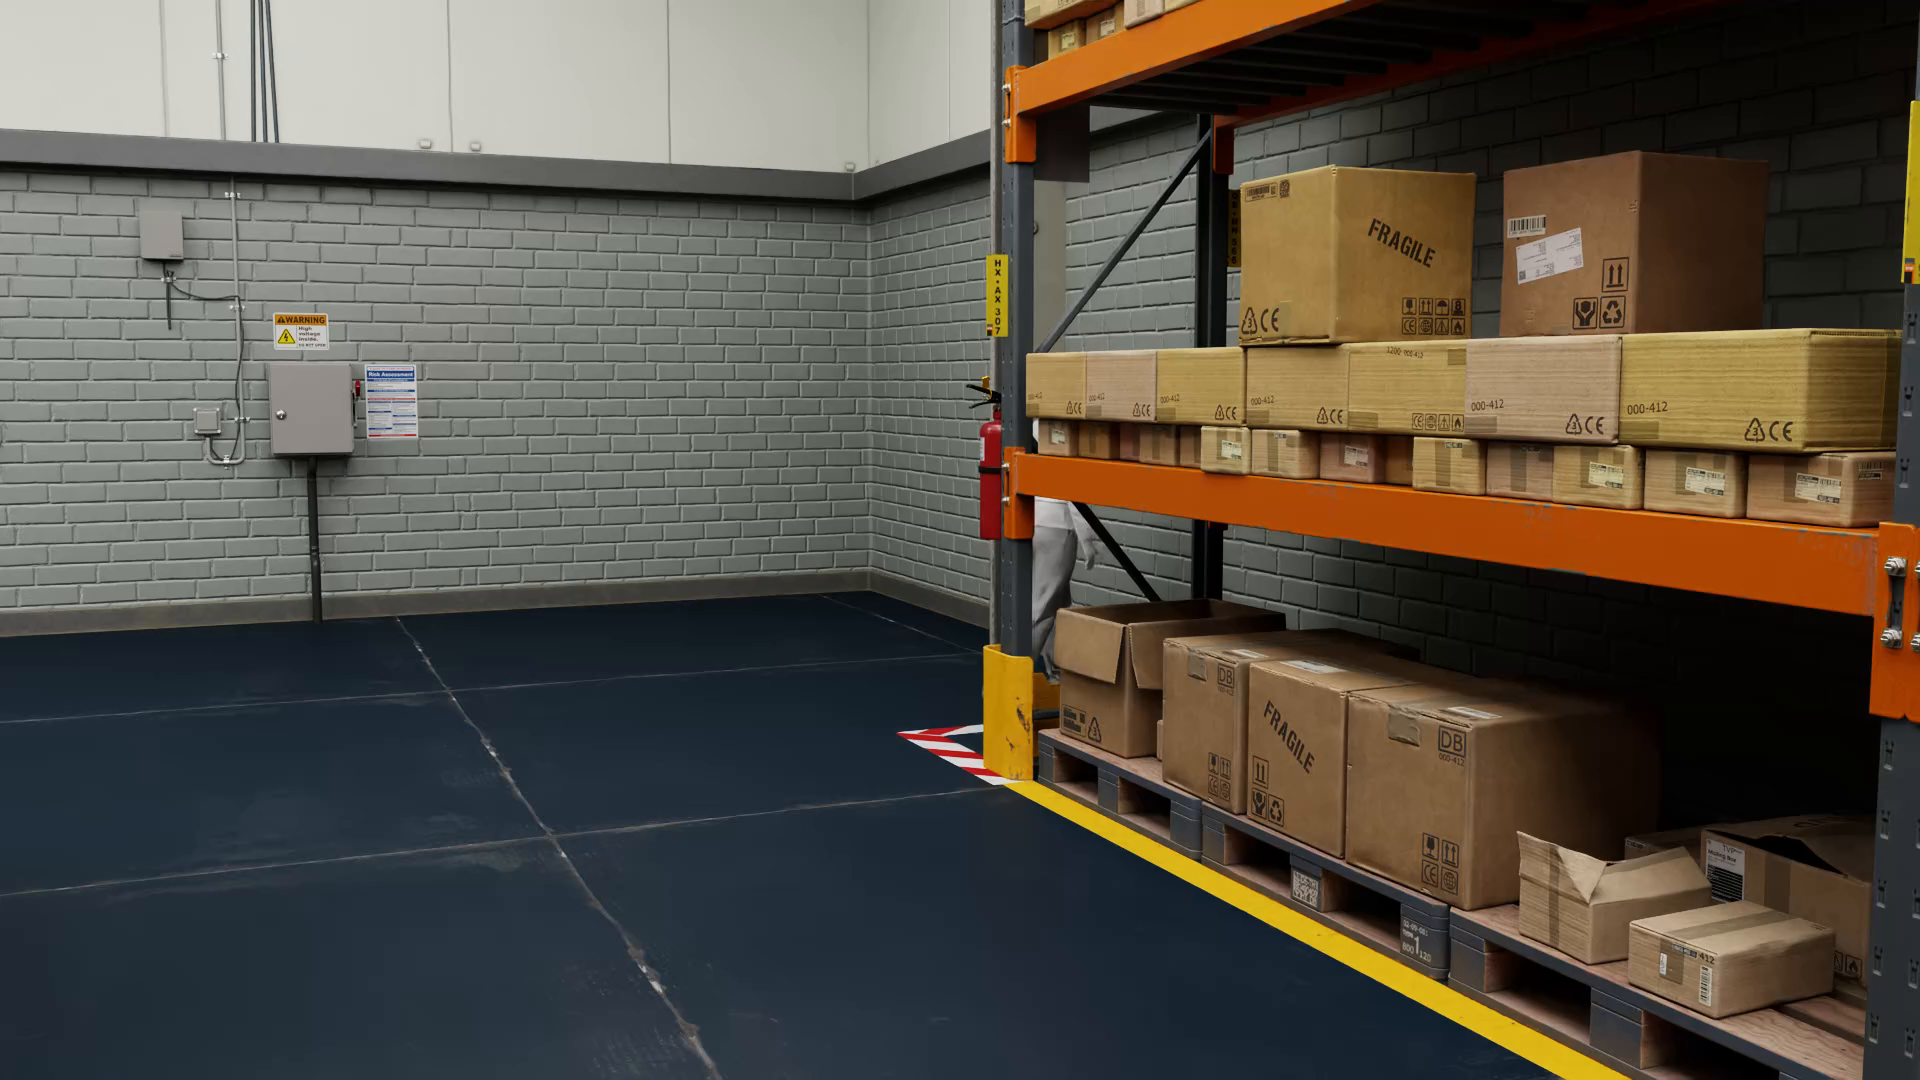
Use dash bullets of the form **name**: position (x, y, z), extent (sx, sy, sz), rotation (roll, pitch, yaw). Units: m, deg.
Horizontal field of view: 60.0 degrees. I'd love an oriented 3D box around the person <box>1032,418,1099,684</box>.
- **person**: position (0.452, -0.010, 8.137), extent (0.725, 1.648, 0.585), rotation (-3, 6, -25)
